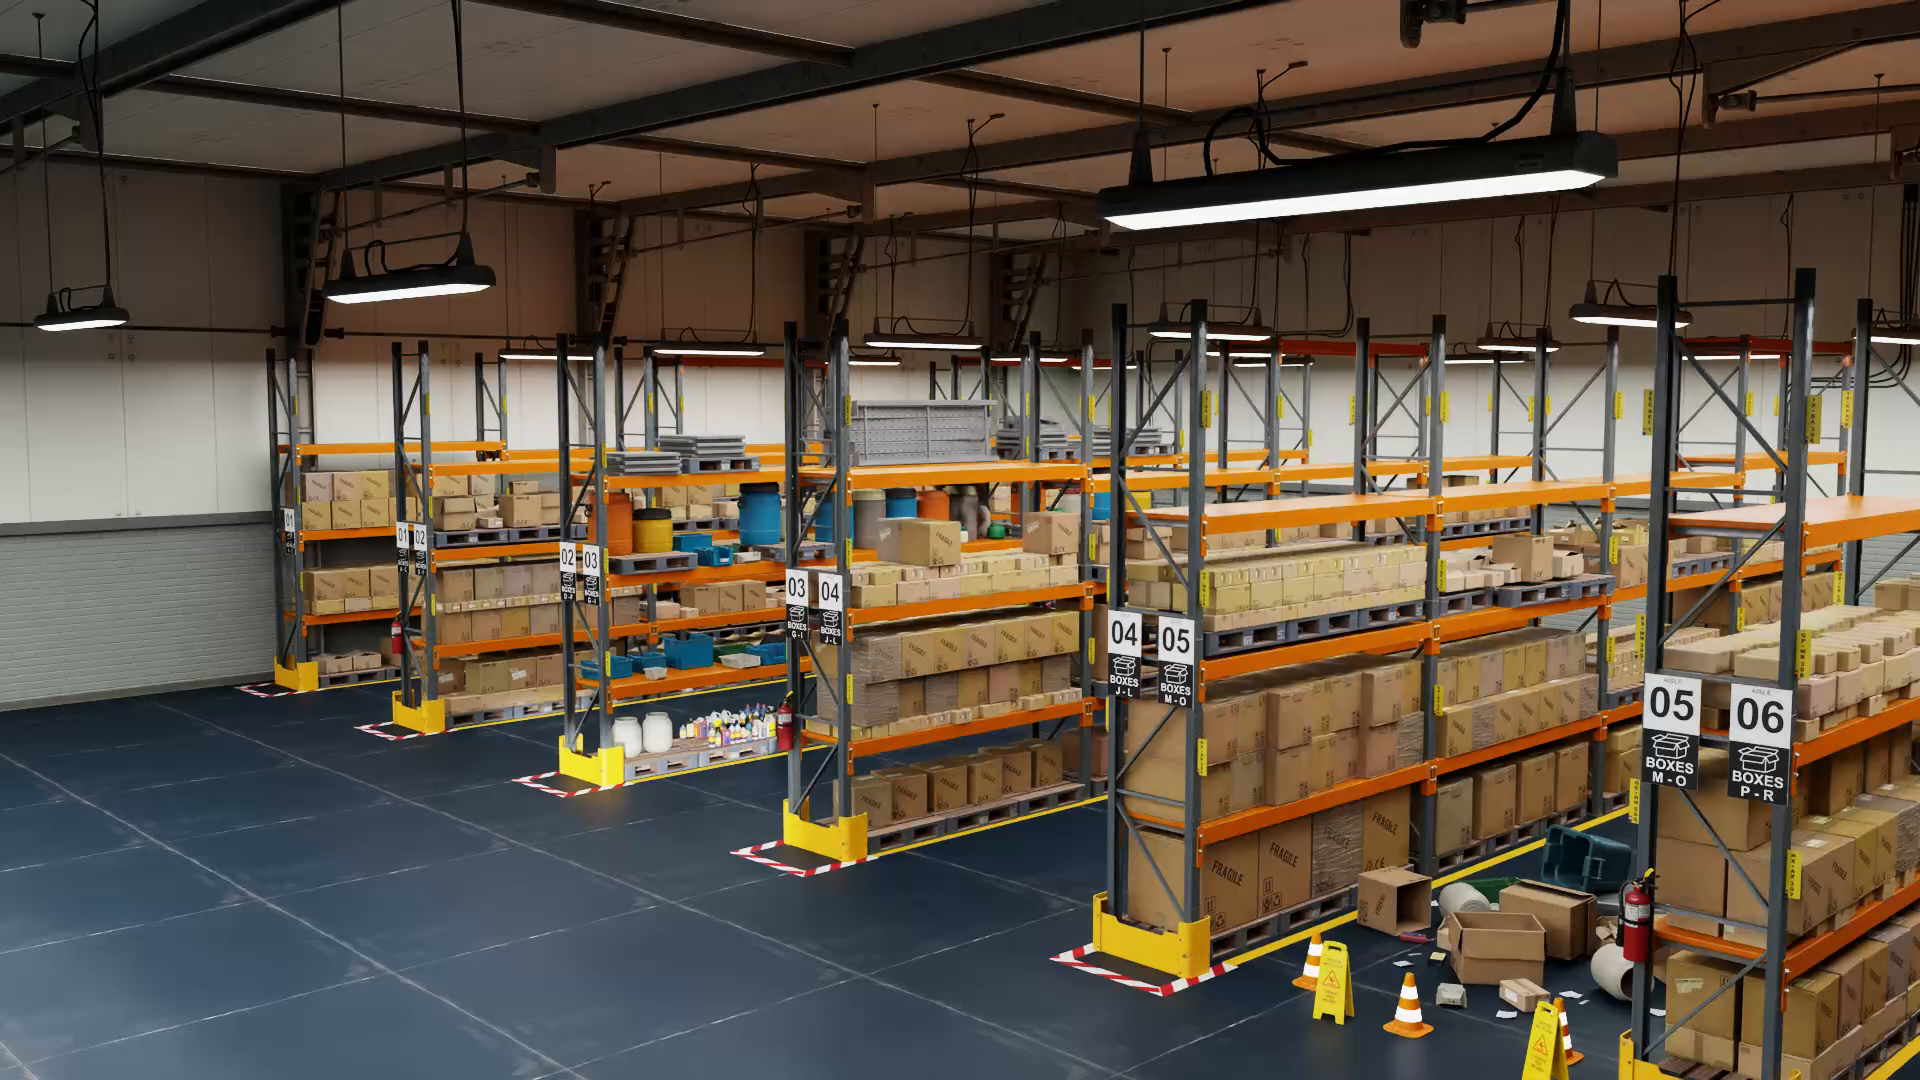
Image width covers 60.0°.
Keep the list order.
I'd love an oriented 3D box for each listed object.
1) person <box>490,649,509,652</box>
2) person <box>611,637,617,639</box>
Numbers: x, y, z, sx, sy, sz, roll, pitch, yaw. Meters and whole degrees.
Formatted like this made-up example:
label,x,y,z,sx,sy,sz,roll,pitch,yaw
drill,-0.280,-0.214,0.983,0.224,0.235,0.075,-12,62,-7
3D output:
label,x,y,z,sx,sy,sz,roll,pitch,yaw
person,-7.917,1.888,28.450,0.472,1.682,0.785,3,6,27
person,-6.498,1.741,30.807,0.576,1.560,0.734,3,6,28
